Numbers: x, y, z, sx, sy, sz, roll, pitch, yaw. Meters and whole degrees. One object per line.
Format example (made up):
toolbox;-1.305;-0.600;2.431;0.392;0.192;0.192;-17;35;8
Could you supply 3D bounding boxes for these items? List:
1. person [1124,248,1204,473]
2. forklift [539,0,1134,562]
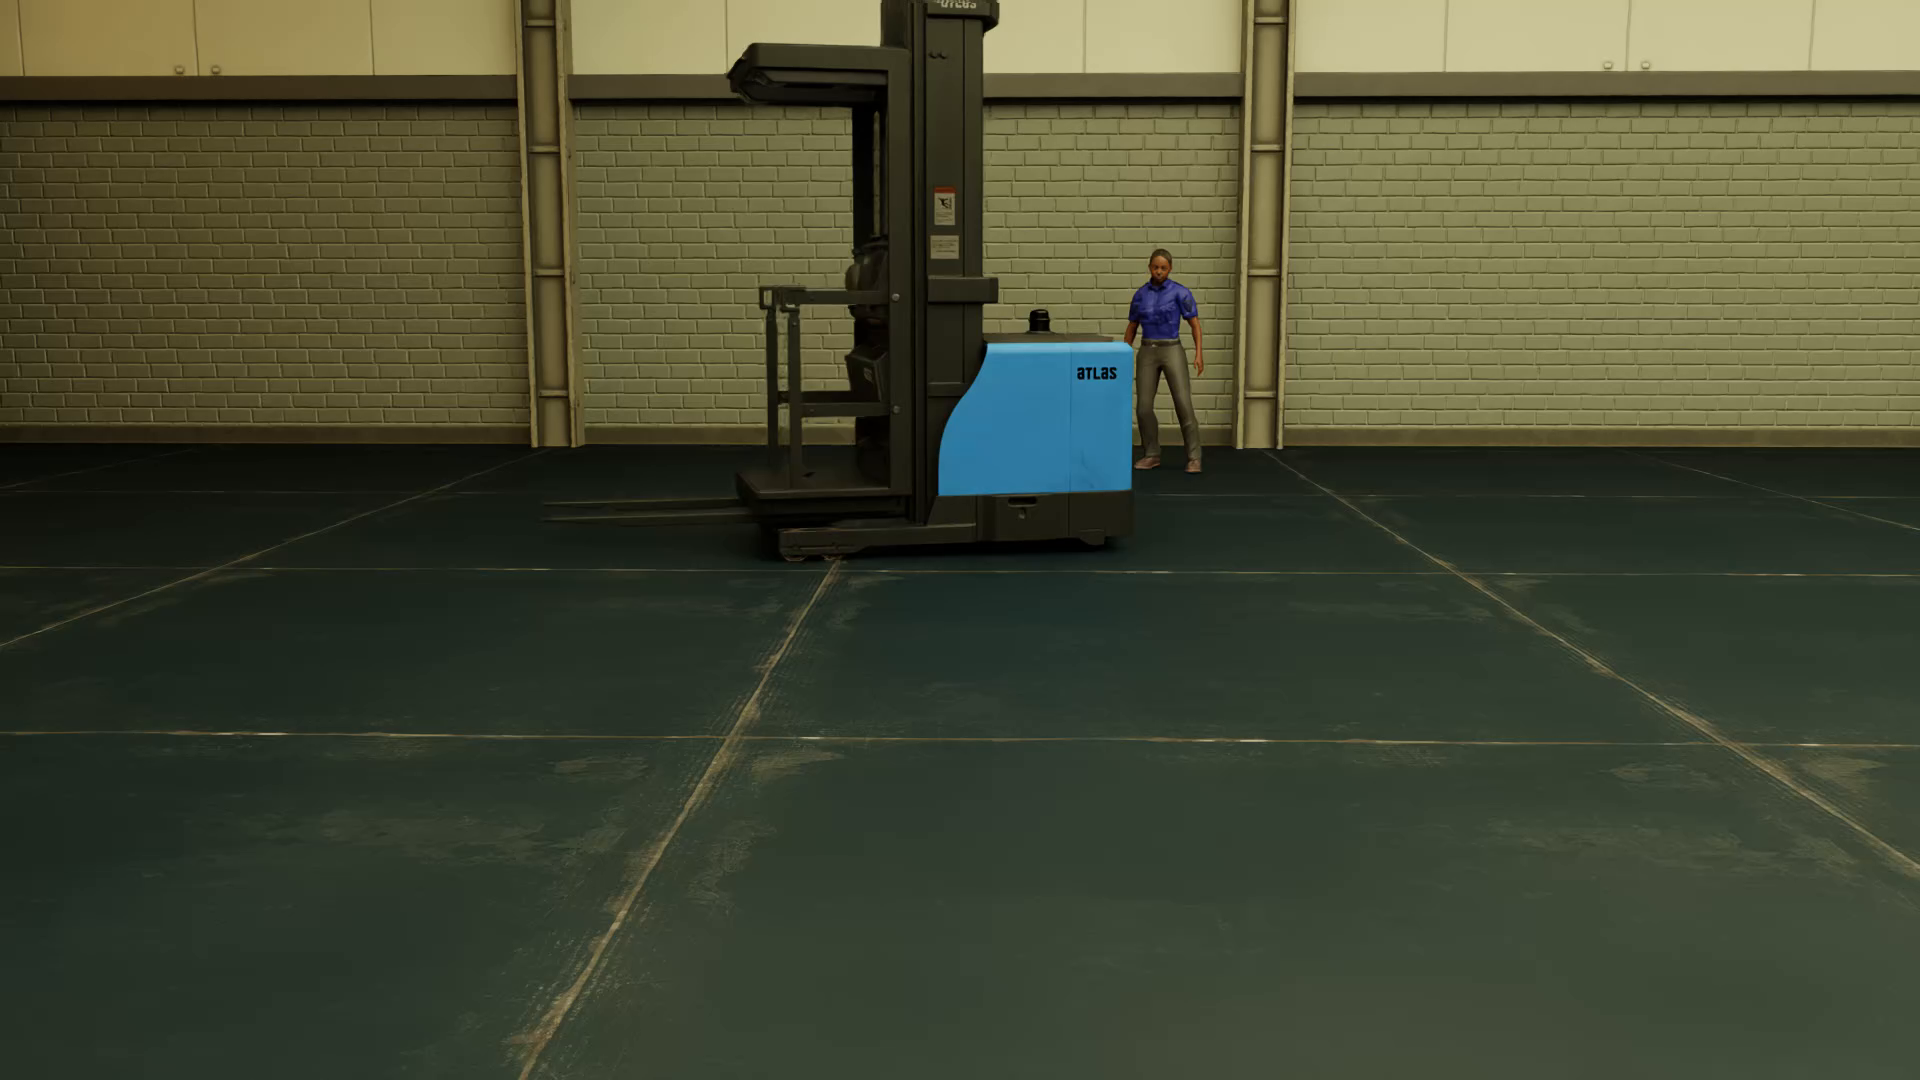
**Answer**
person;1.505;-1.334;12.337;0.687;1.635;0.385;4;10;24
forklift;-0.664;-1.425;8.624;3.031;2.935;1.130;-2;9;-13
